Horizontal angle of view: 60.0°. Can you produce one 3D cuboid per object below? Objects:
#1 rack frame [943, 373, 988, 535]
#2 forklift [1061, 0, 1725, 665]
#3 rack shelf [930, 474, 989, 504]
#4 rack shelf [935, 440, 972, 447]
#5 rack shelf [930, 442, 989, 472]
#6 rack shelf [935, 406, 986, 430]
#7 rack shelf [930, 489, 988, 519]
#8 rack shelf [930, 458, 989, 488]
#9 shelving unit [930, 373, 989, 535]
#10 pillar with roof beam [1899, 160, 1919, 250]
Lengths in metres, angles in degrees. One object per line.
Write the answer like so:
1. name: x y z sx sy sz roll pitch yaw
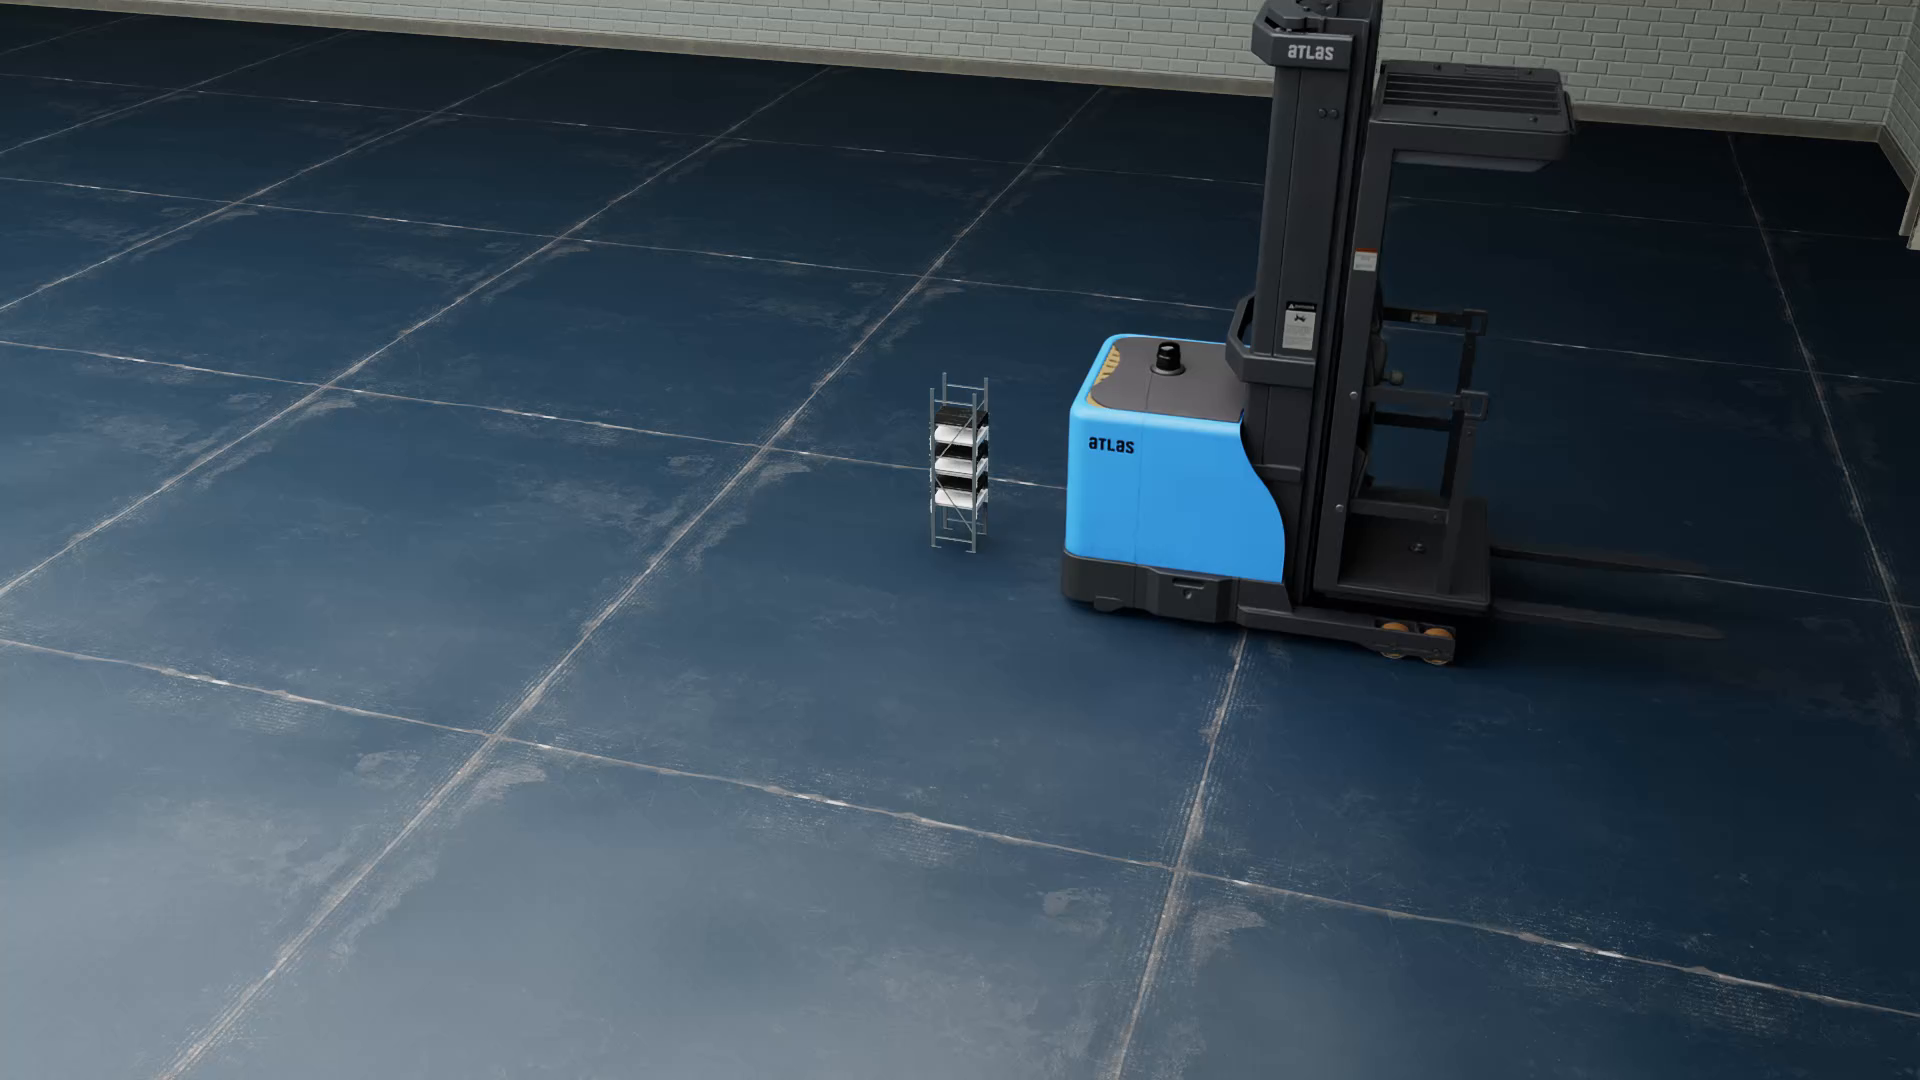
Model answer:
1. rack frame: 0.027 -0.437 8.609 0.240 0.900 0.006 8 30 15
2. forklift: 2.071 -0.963 7.531 3.031 2.867 1.129 8 30 13
3. rack shelf: -0.002 -0.282 8.584 0.258 0.077 0.200 8 30 15
4. rack shelf: -0.002 -0.531 8.446 0.199 0.015 0.184 8 30 15
5. rack shelf: -0.002 -0.439 8.497 0.258 0.077 0.200 8 30 15
6. rack shelf: -0.002 -0.614 8.399 0.221 0.026 0.190 8 30 15
7. rack shelf: -0.002 -0.203 8.628 0.258 0.077 0.200 8 30 15
8. rack shelf: -0.002 -0.360 8.541 0.258 0.077 0.200 8 30 15
9. shelving unit: -0.002 -0.391 8.526 0.258 0.900 0.205 8 30 15
10. pillar with roof beam: 3.368 -6.852 11.811 9.100 9.000 0.400 8 30 15
